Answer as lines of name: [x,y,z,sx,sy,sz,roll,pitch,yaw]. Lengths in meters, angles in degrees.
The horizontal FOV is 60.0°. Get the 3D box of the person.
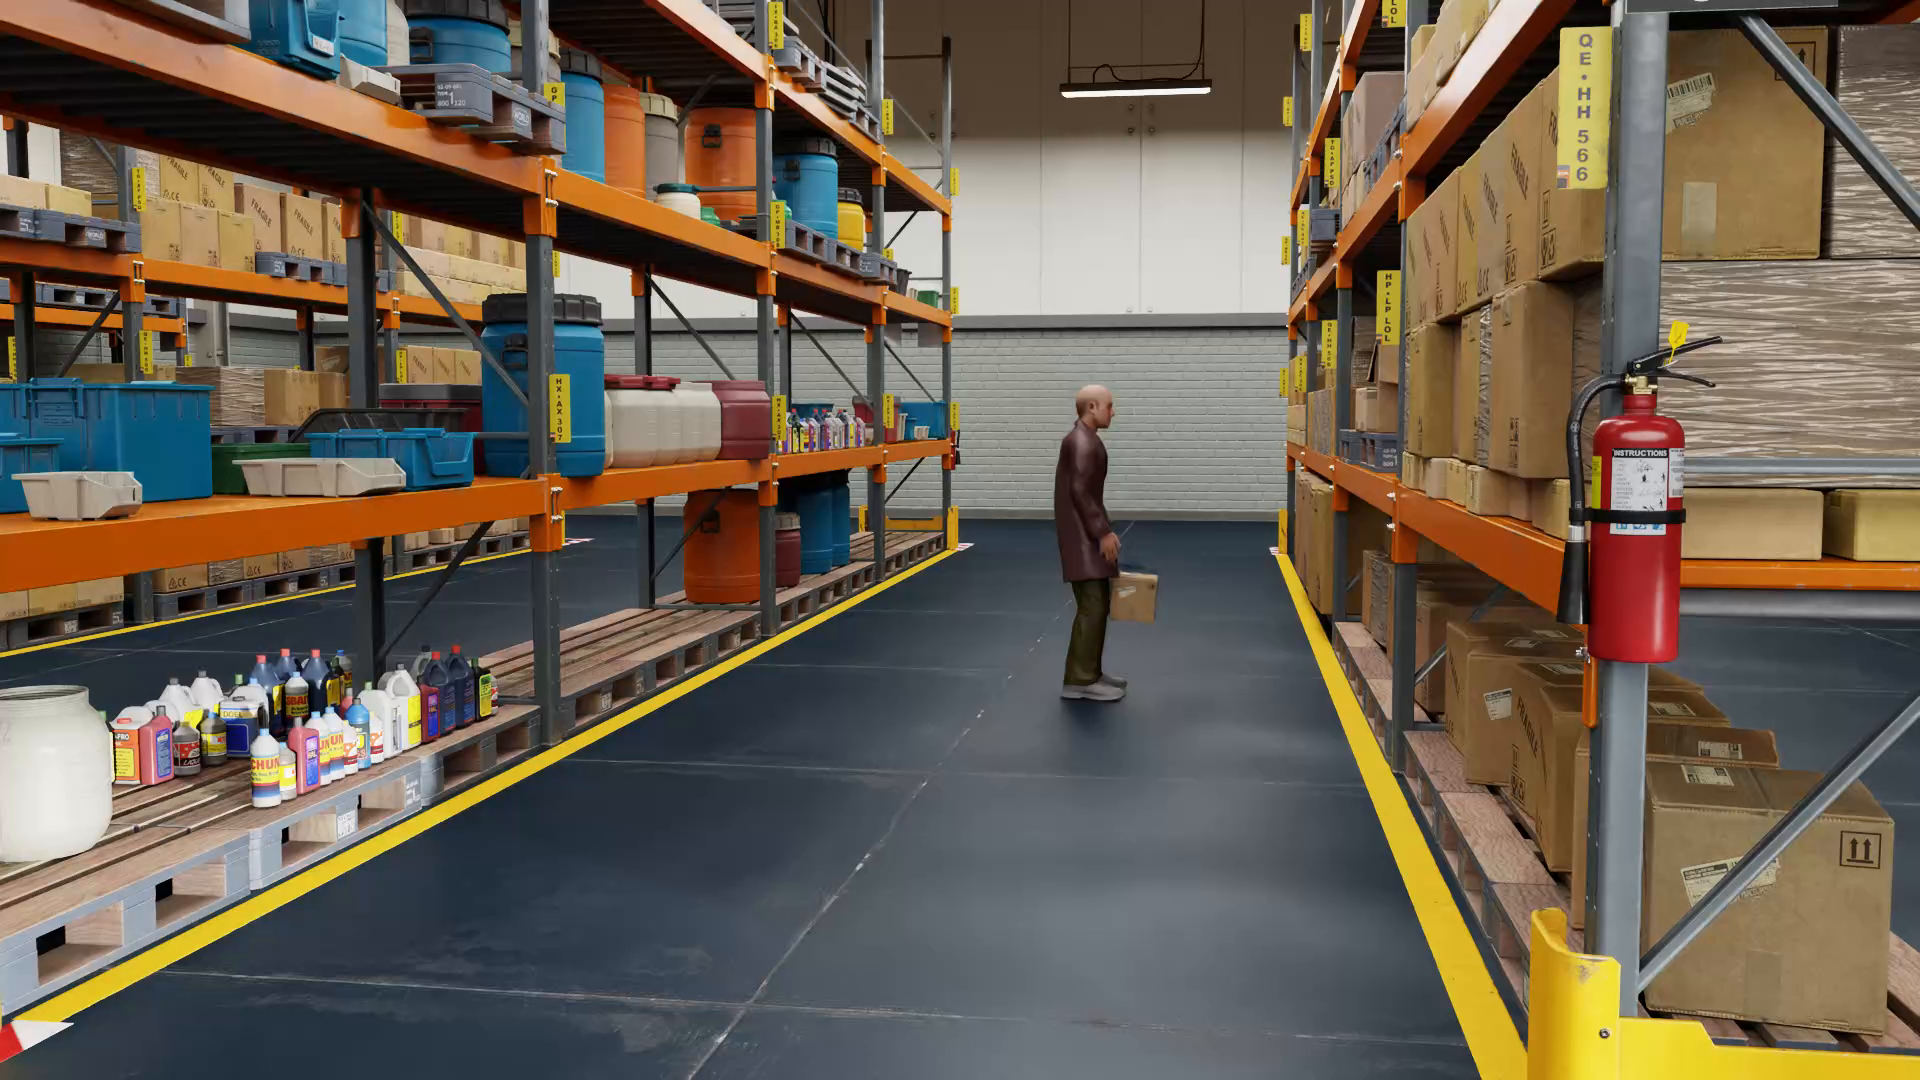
person: [0.749,0.002,9.529,0.424,1.778,0.589,1,4,7]
